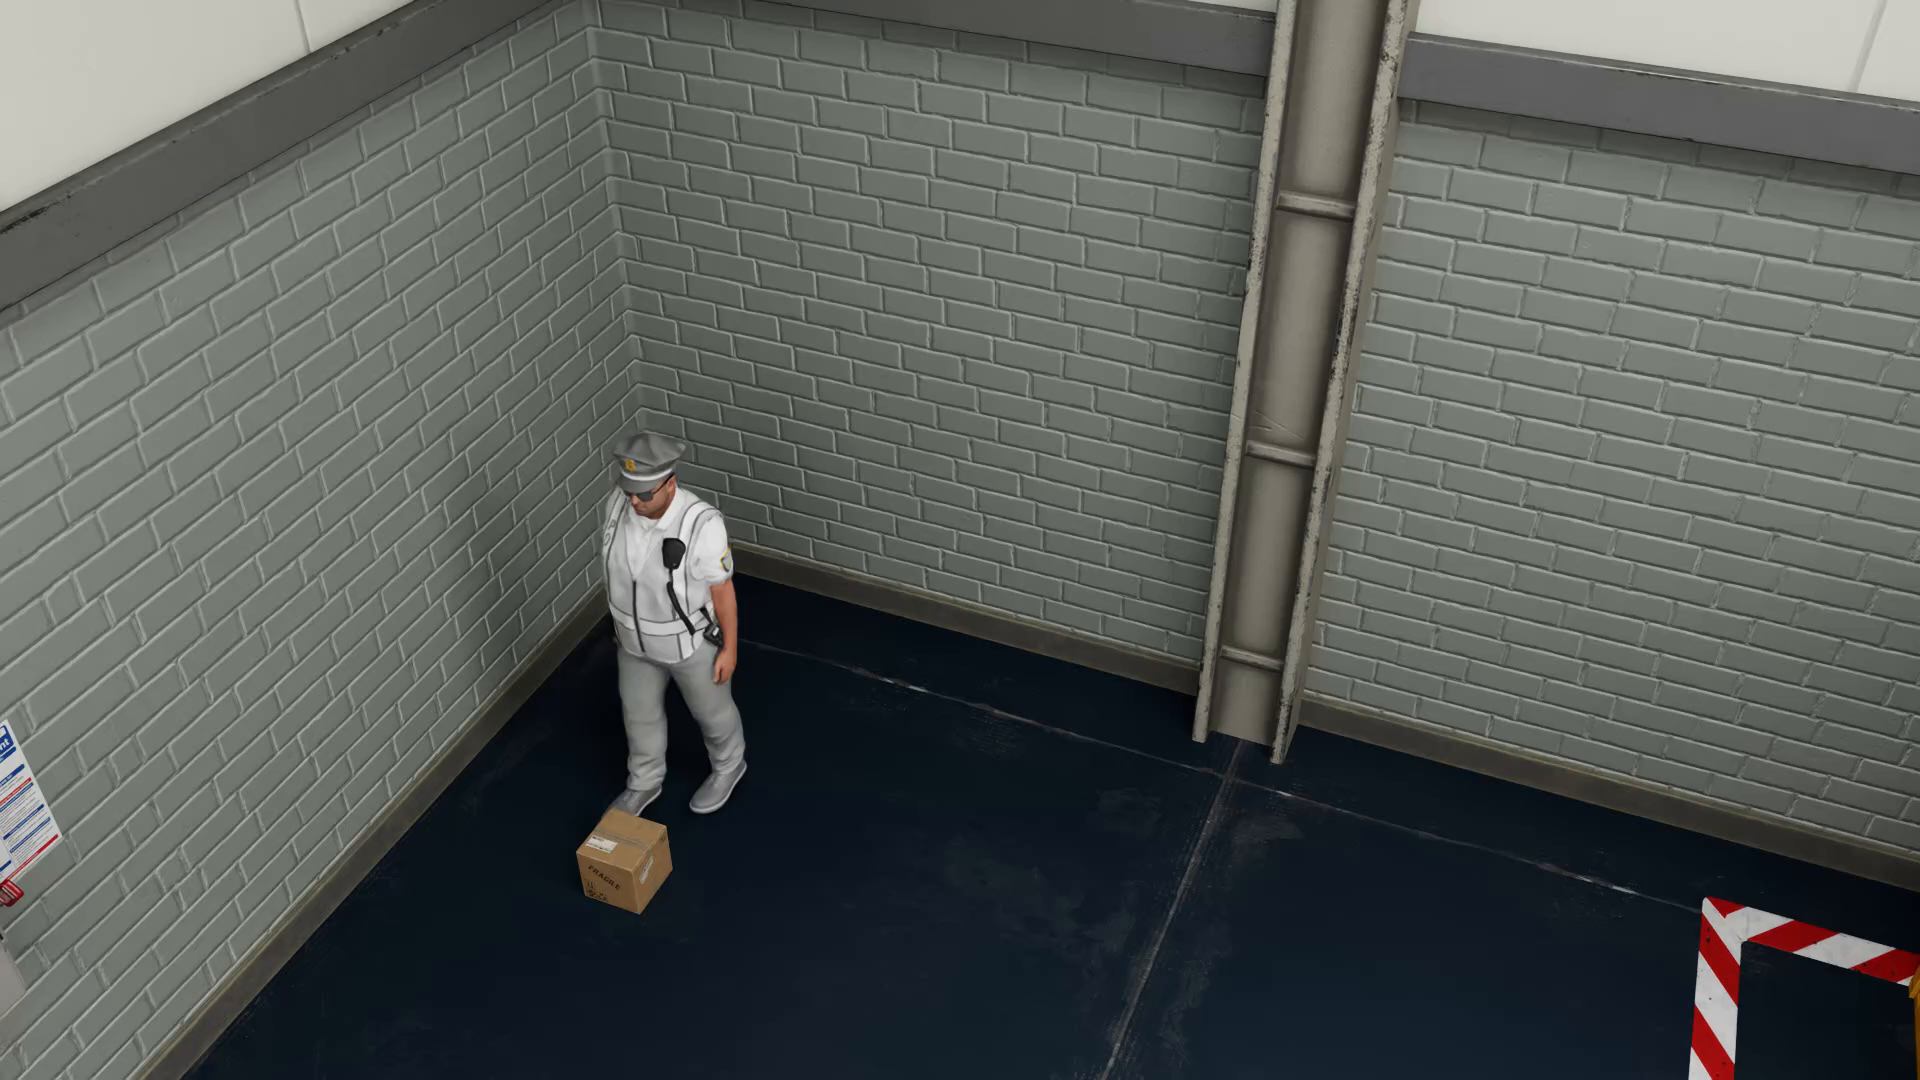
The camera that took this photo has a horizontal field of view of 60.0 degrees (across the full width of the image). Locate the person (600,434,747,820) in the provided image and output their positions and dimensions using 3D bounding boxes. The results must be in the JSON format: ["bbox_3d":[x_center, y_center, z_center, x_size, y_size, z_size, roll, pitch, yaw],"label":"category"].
[{"bbox_3d":[-1.129,0.382,6.291,0.561,1.750,0.560,14,39,18],"label":"person"}]
